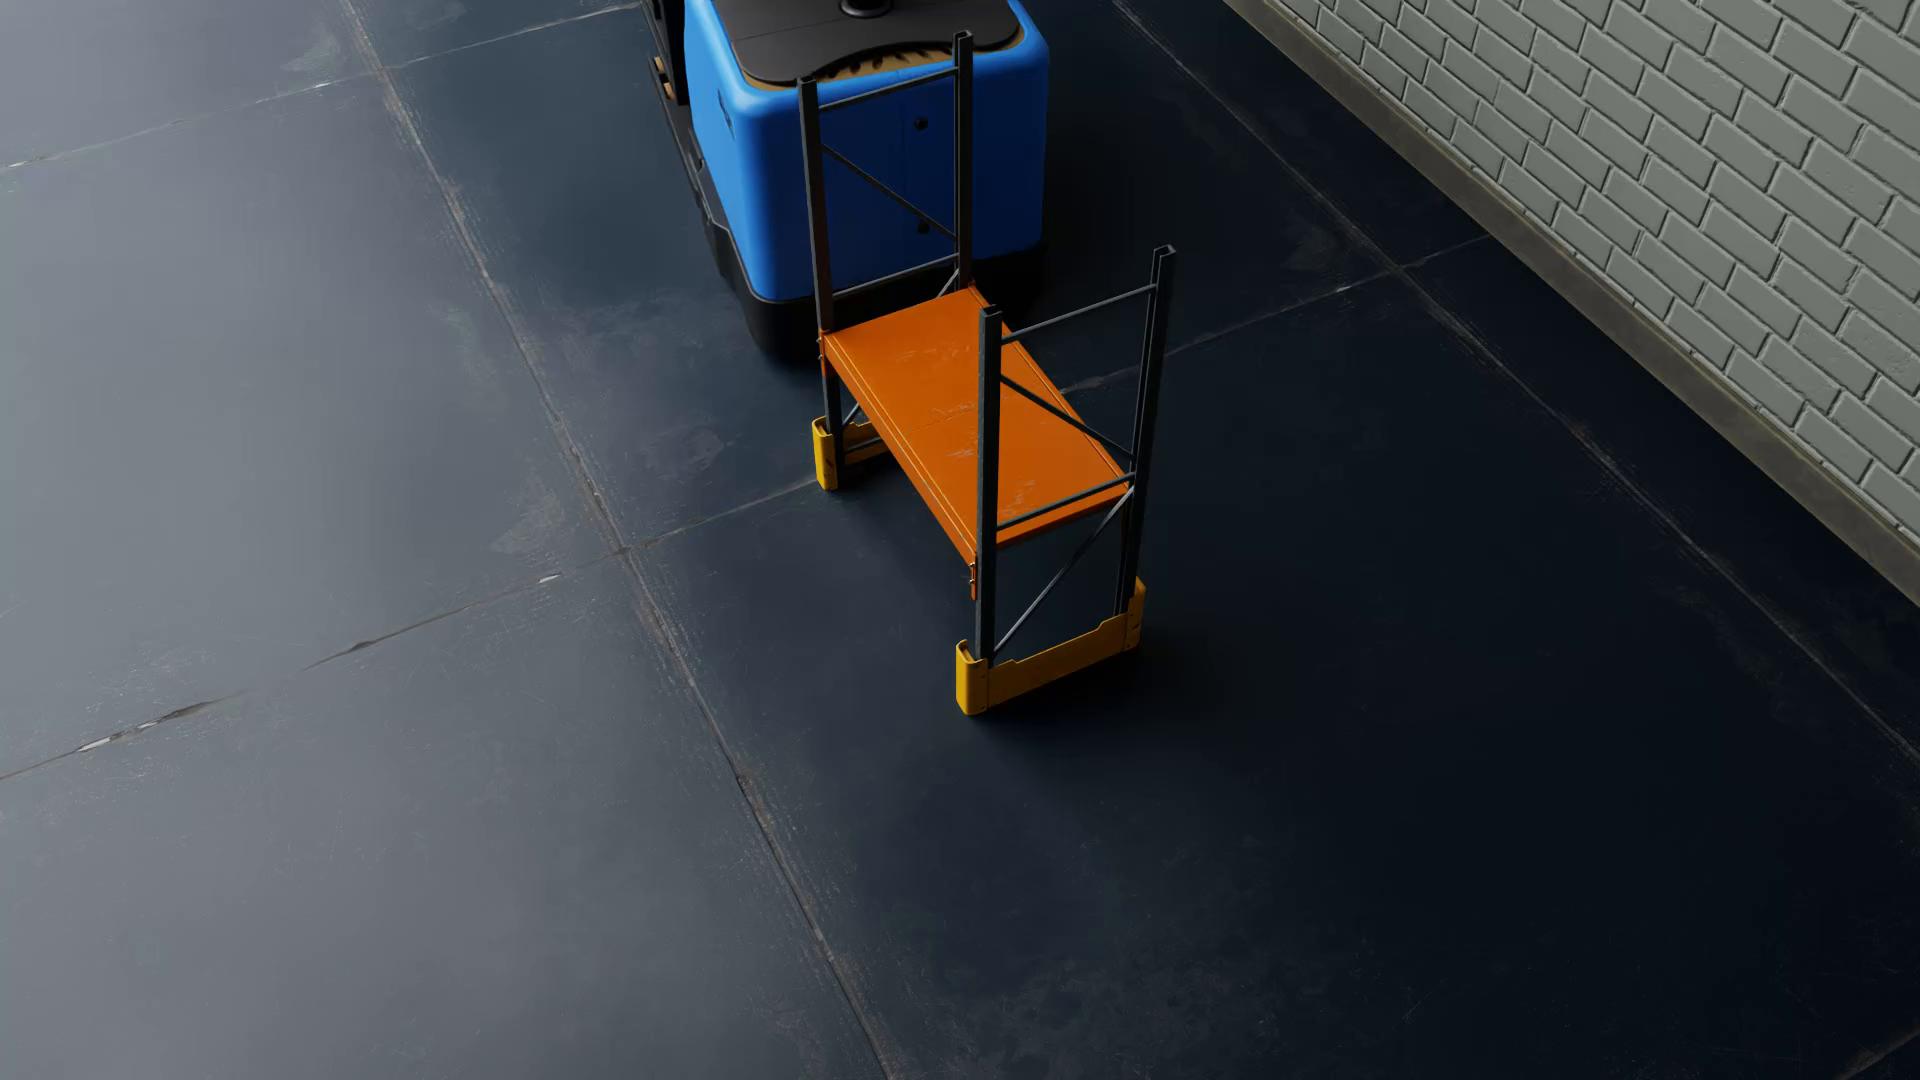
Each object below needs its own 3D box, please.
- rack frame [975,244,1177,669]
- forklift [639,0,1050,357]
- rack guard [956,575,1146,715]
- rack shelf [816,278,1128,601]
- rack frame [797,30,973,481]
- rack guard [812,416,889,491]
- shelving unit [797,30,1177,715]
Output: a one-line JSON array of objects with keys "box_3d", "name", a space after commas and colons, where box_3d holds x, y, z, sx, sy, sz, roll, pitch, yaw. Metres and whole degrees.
[{"box_3d": [0.272, -0.096, 4.338, 0.500, 1.500, 0.032, -21, 52, -18], "name": "rack frame"}, {"box_3d": [-0.641, -2.730, 5.691, 1.130, 2.935, 3.031, -14, 50, -12], "name": "forklift"}, {"box_3d": [0.263, 0.302, 4.820, 0.587, 0.250, 0.087, -21, 52, -18], "name": "rack guard"}, {"box_3d": [0.039, -0.318, 4.771, 0.538, 0.185, 1.000, -21, 52, -18], "name": "rack shelf"}, {"box_3d": [-0.194, -0.777, 4.933, 0.500, 1.500, 0.032, -21, 52, -18], "name": "rack frame"}, {"box_3d": [-0.193, -0.365, 5.403, 0.587, 0.250, 0.087, -21, 52, -18], "name": "rack guard"}, {"box_3d": [0.035, -0.443, 4.641, 0.587, 1.500, 1.083, -21, 52, -18], "name": "shelving unit"}]
